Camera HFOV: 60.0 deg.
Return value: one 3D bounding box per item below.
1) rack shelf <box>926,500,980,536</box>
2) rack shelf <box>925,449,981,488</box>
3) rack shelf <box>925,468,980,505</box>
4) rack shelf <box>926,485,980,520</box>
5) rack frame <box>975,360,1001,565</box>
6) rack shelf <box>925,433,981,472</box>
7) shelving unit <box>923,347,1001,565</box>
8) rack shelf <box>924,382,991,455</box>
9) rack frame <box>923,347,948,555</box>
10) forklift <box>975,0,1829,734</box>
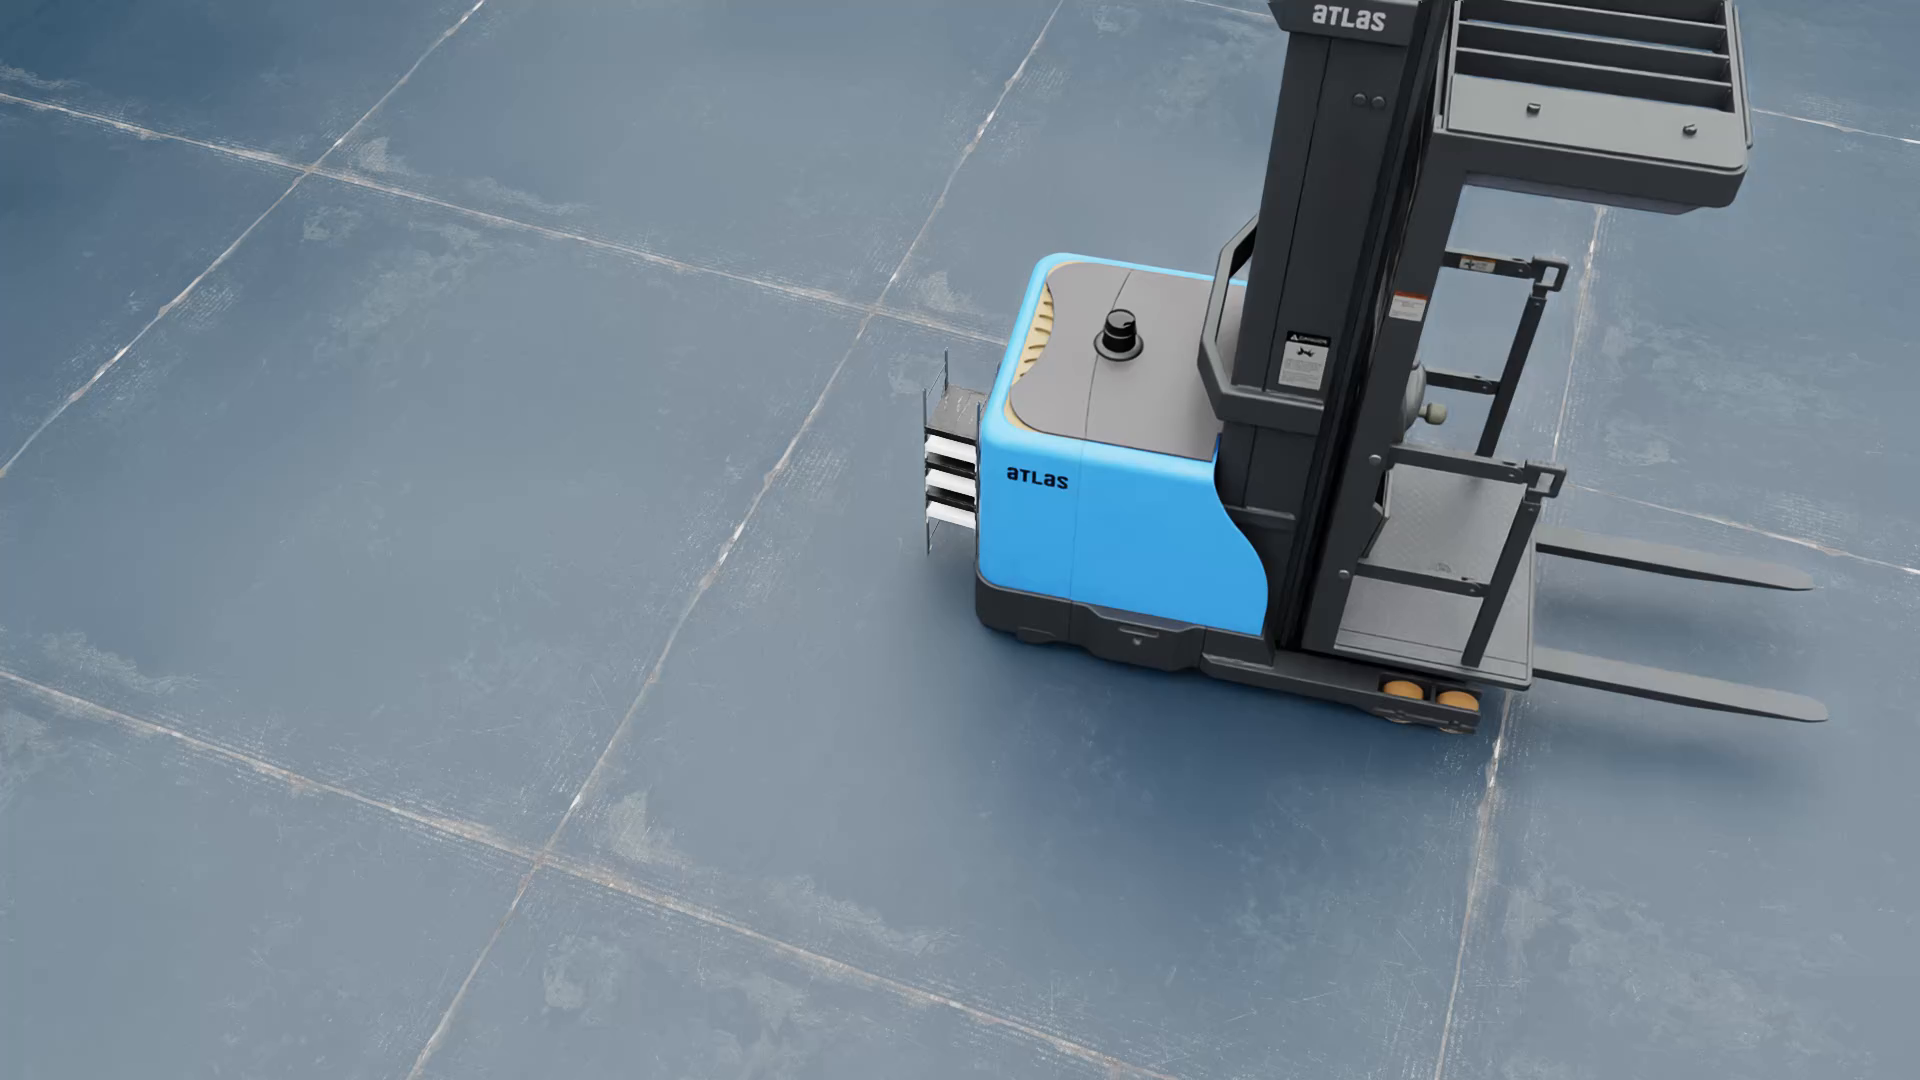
[{"bbox_3d":[0.008,-0.153,6.436,0.200,0.077,0.258,16,51,13],"label":"rack shelf"},{"bbox_3d":[0.008,-0.330,6.232,0.200,0.077,0.258,16,51,13],"label":"rack shelf"},{"bbox_3d":[0.008,-0.271,6.300,0.200,0.077,0.258,16,51,13],"label":"rack shelf"},{"bbox_3d":[0.008,-0.212,6.368,0.200,0.077,0.258,16,51,13],"label":"rack shelf"},{"bbox_3d":[0.103,-0.266,6.252,0.006,0.900,0.240,16,51,13],"label":"rack frame"},{"bbox_3d":[0.008,-0.389,6.164,0.200,0.077,0.258,16,51,13],"label":"rack shelf"},{"bbox_3d":[0.008,-0.293,6.275,0.210,0.900,0.258,16,51,13],"label":"shelving unit"},{"bbox_3d":[0.008,-0.448,6.096,0.200,0.077,0.258,16,51,13],"label":"rack shelf"},{"bbox_3d":[-0.088,-0.319,6.298,0.006,0.900,0.240,16,51,13],"label":"rack frame"},{"bbox_3d":[1.631,-0.708,5.290,3.031,2.935,1.130,11,50,9],"label":"forklift"}]
